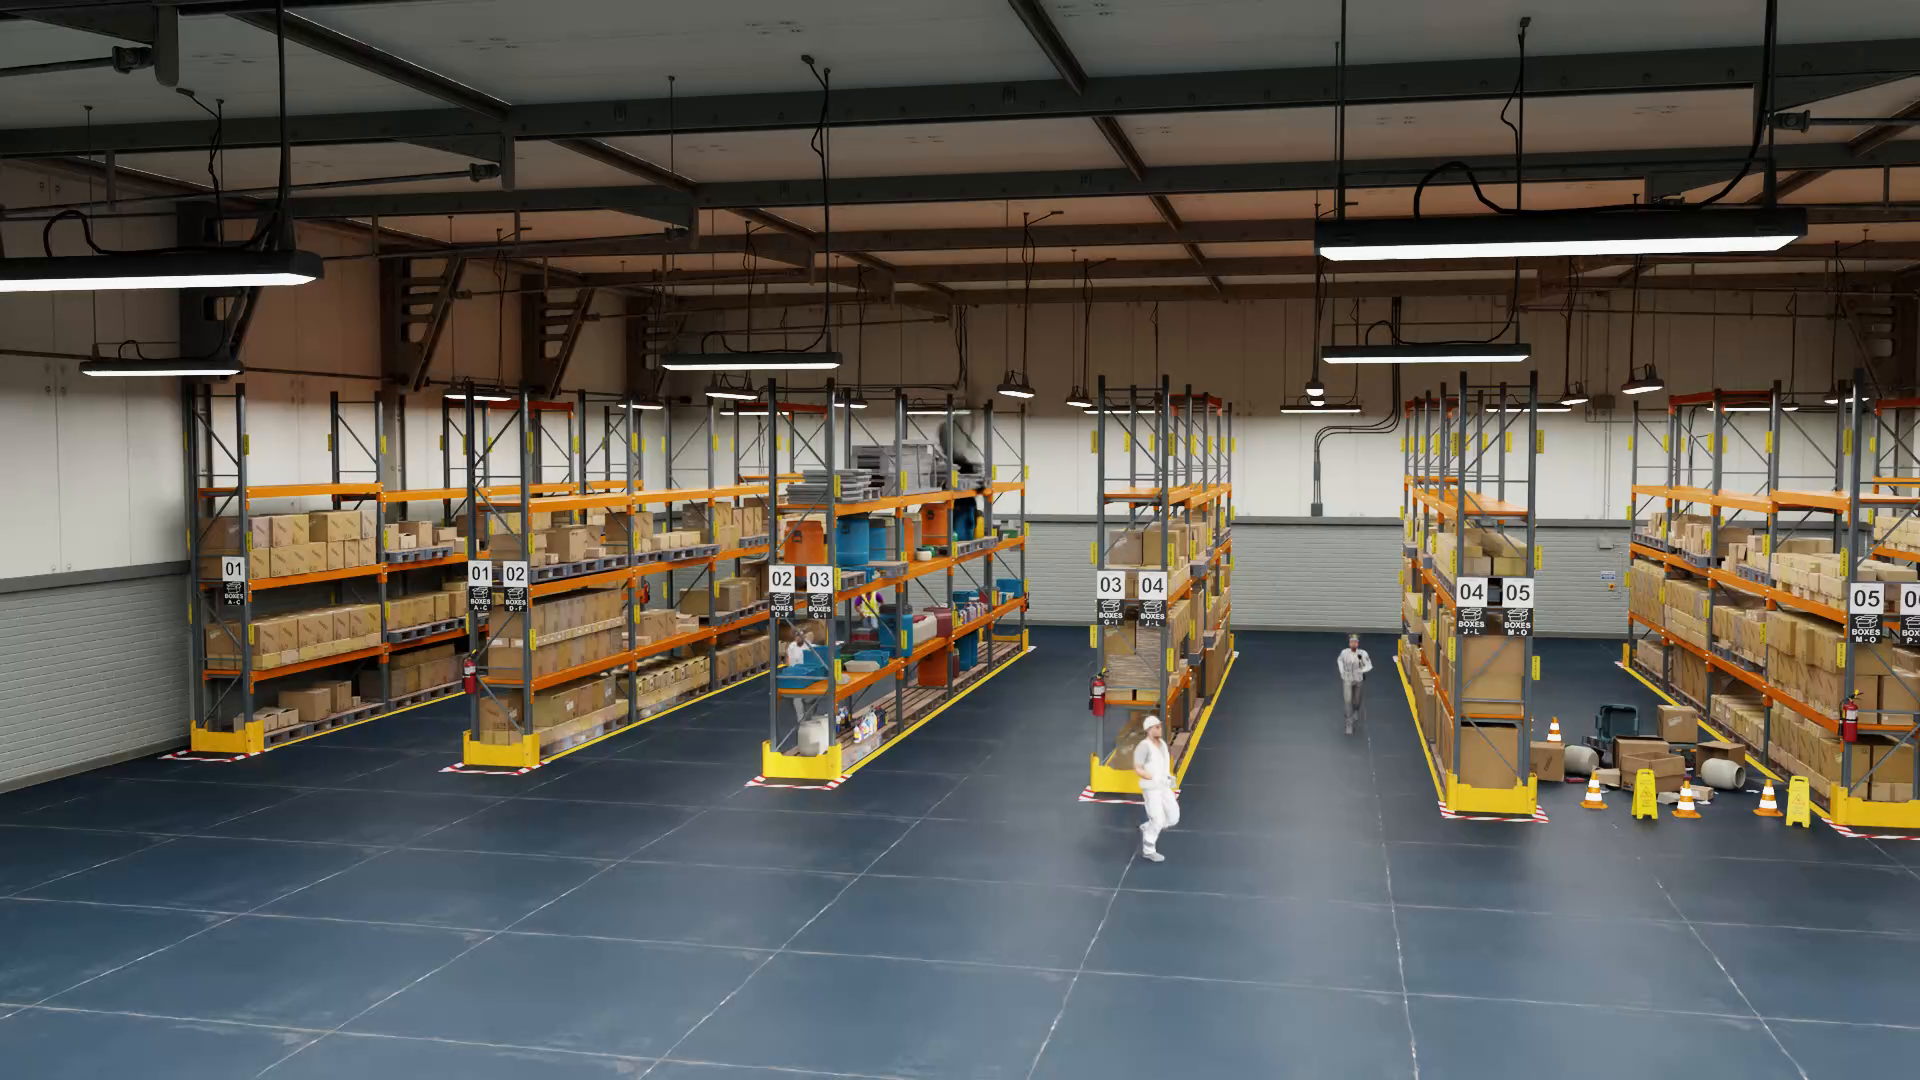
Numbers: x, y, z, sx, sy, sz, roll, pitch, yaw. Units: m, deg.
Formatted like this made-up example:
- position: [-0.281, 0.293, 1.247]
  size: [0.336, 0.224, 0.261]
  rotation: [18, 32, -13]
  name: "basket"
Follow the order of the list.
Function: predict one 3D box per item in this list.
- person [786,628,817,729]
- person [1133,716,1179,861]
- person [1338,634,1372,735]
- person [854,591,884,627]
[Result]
- position: [-2.819, 2.425, 29.730]
  size: [0.688, 1.738, 0.786]
  rotation: [1, 3, 15]
  name: "person"
- position: [2.362, 2.988, 20.021]
  size: [0.592, 1.742, 0.655]
  rotation: [3, 5, 44]
  name: "person"
- position: [6.932, 2.496, 29.188]
  size: [0.580, 1.722, 1.069]
  rotation: [1, 3, 10]
  name: "person"
- position: [-2.174, 1.858, 39.771]
  size: [0.715, 1.753, 0.661]
  rotation: [0, 3, -3]
  name: "person"
